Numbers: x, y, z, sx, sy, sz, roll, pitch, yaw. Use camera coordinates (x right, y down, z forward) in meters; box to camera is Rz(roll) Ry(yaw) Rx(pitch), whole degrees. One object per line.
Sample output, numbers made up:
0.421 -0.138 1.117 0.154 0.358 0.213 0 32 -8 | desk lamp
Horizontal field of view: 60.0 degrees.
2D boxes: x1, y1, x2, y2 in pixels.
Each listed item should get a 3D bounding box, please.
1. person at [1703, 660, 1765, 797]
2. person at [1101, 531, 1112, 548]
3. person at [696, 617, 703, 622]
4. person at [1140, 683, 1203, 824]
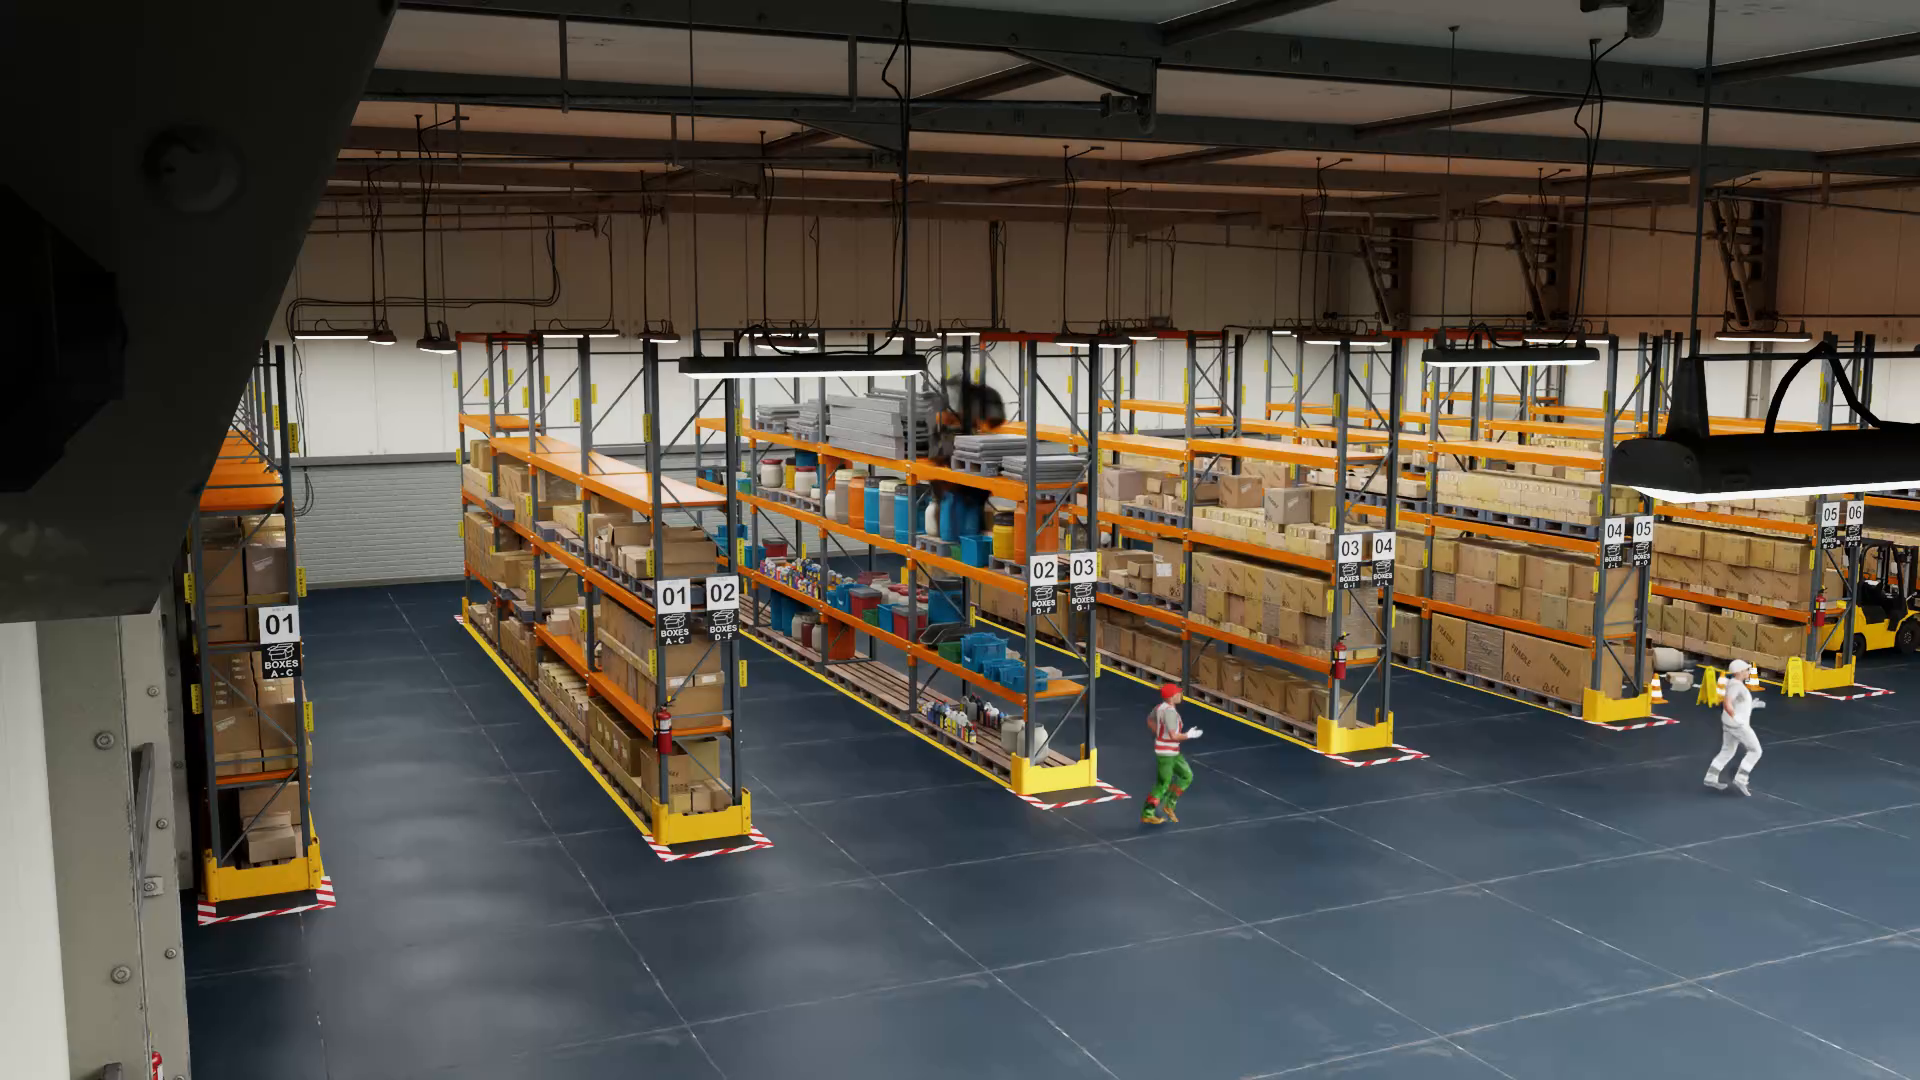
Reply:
10.313 2.490 22.063 0.752 1.827 0.632 1 8 7 | person
3.686 -0.182 42.084 0.932 1.706 0.739 2 8 13 | person
-4.863 1.523 29.940 0.592 1.583 0.575 -6 10 -36 | person
2.643 2.670 20.743 0.753 1.786 0.657 1 8 8 | person
